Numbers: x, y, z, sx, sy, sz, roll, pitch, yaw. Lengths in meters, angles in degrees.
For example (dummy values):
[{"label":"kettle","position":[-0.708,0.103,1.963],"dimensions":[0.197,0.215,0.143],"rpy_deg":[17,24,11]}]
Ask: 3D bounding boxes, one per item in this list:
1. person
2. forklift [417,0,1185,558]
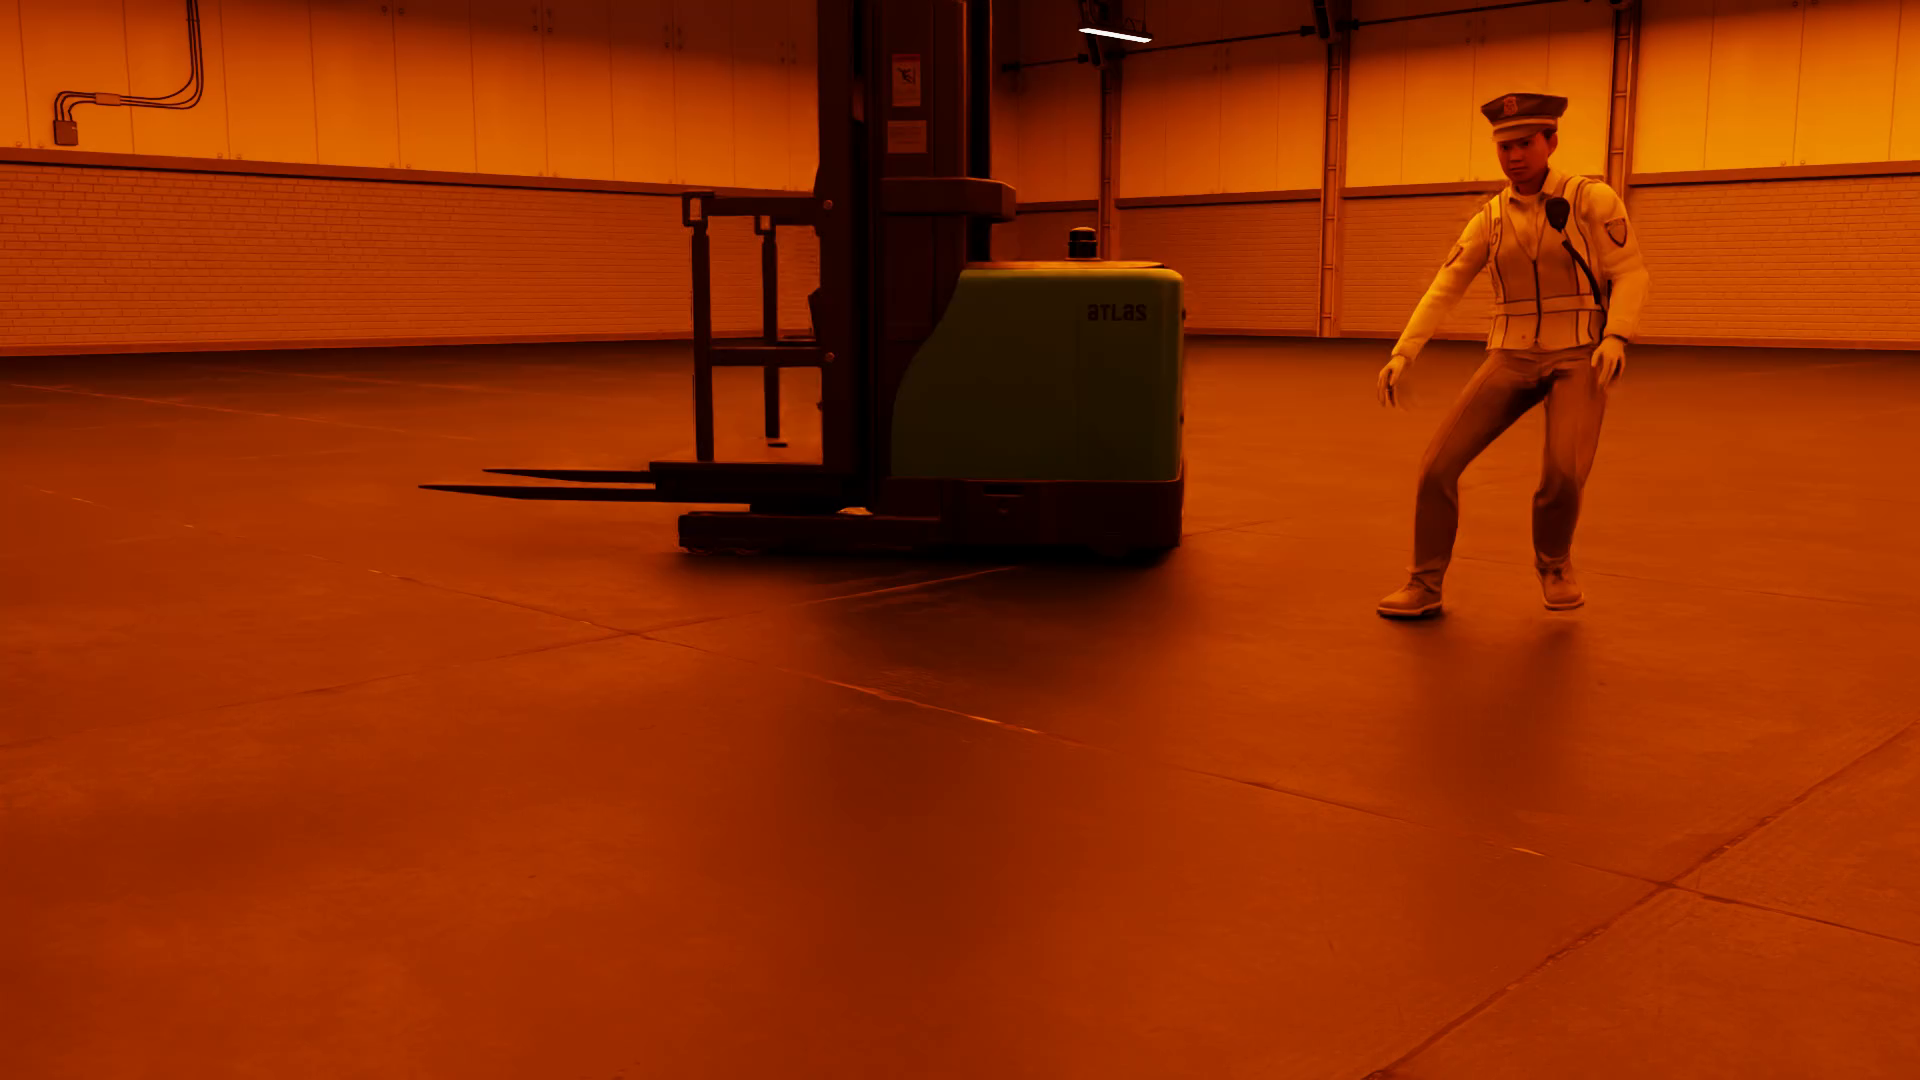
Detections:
[{"label":"person","position":[1.654,-0.528,4.959],"dimensions":[0.698,1.556,0.471],"rpy_deg":[7,11,38]},{"label":"forklift","position":[-0.629,-1.460,6.573],"dimensions":[3.031,2.935,1.130],"rpy_deg":[1,9,8]}]
